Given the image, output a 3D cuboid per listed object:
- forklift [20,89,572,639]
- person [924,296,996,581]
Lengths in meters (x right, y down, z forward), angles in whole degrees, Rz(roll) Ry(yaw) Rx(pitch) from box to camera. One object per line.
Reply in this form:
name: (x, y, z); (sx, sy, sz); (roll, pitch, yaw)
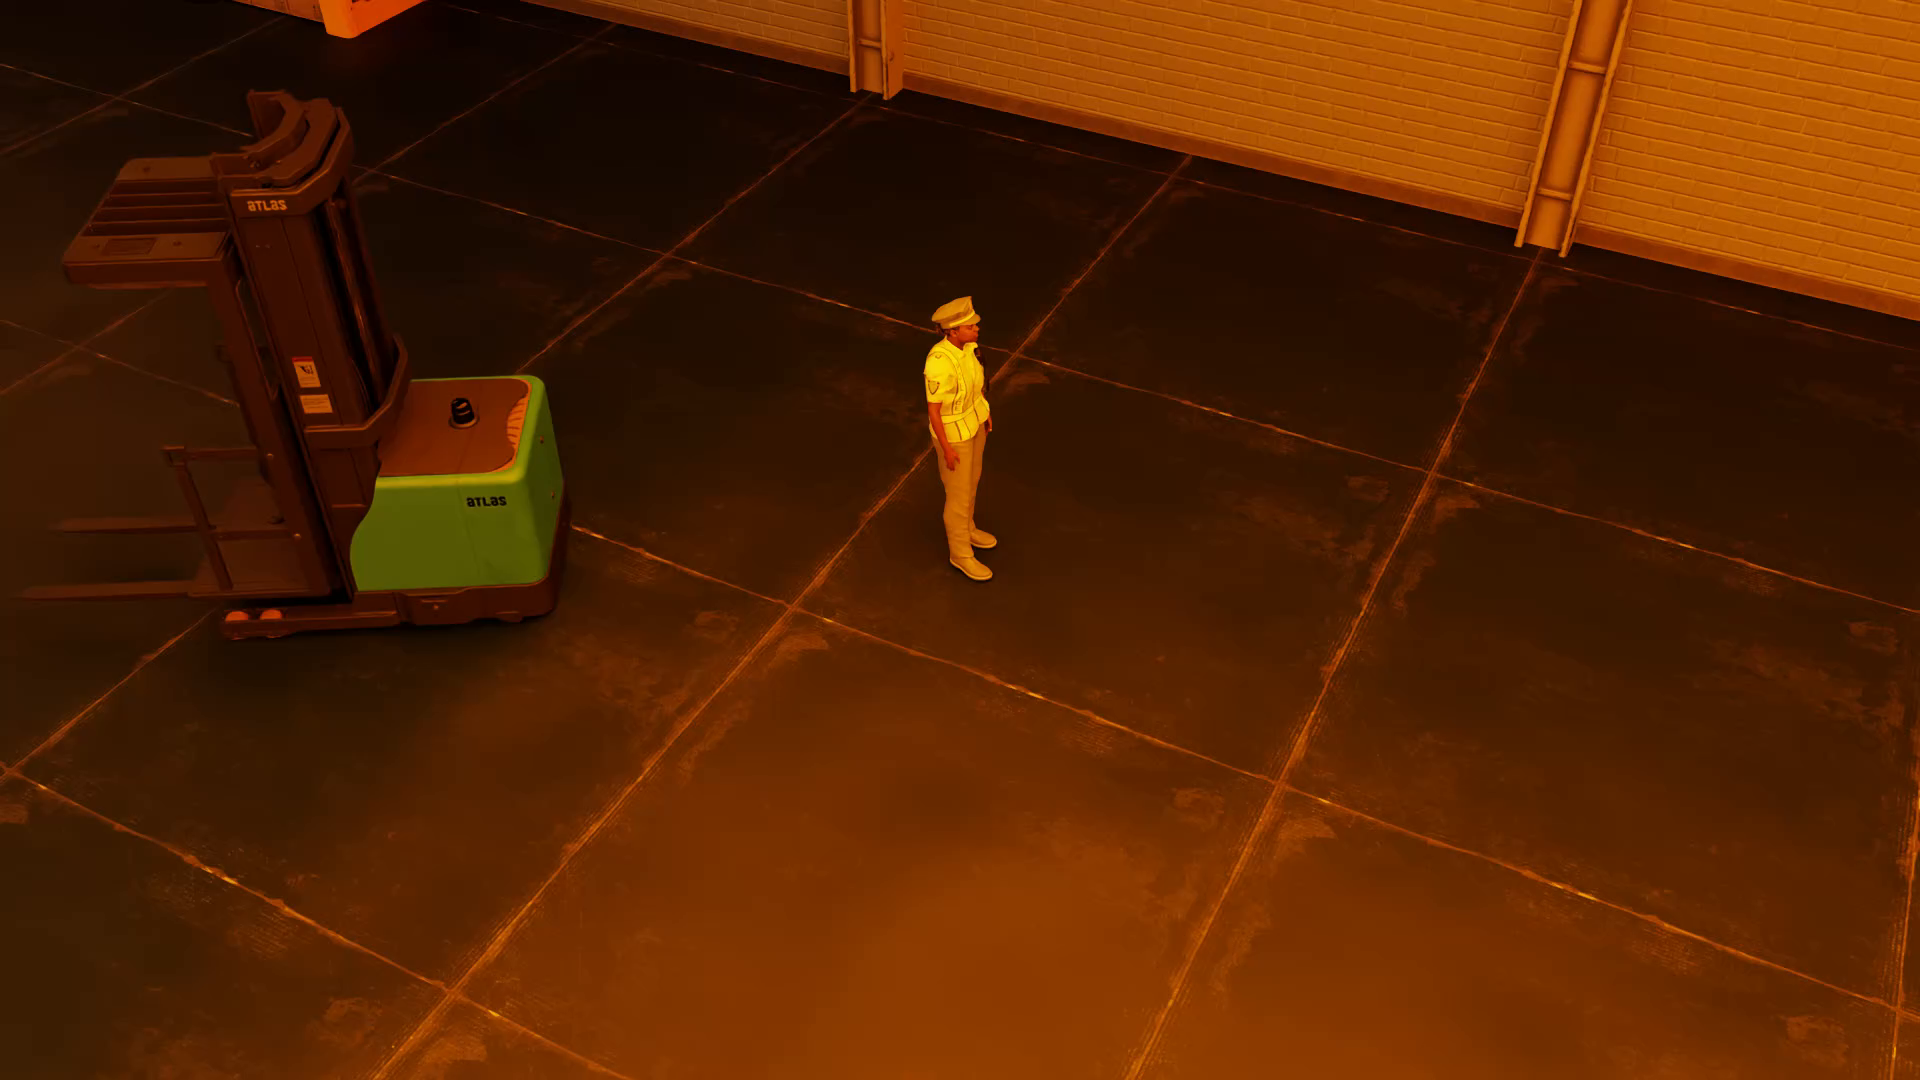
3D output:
forklift: (-3.901, -0.902, 9.057); (3.031, 2.935, 1.130); (-2, 40, -3)
person: (0.058, -0.620, 9.671); (0.528, 1.695, 0.569); (18, 43, 21)
